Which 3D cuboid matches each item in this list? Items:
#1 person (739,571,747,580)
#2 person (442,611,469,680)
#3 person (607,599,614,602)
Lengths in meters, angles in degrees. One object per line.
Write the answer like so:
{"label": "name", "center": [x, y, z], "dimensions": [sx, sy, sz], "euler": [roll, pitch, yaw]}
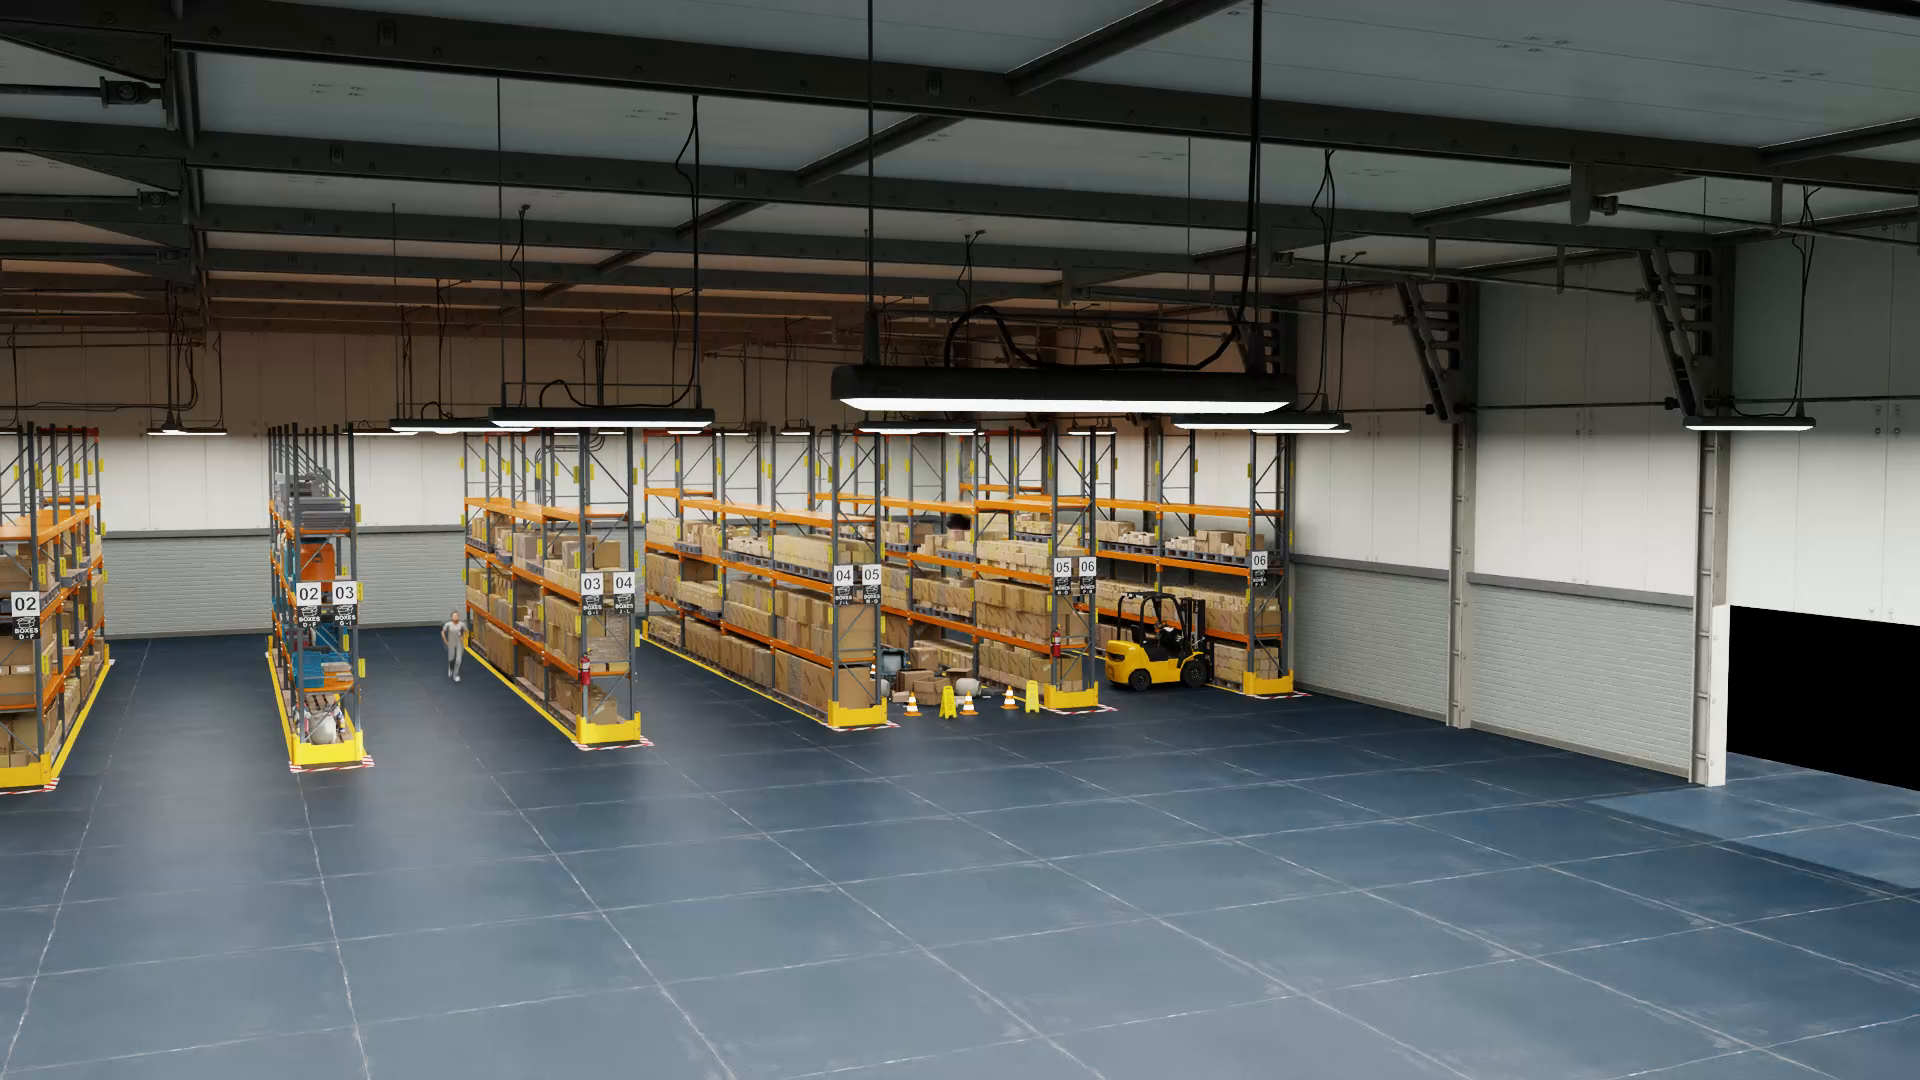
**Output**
{"label": "person", "center": [-6.627, 1.790, 50.897], "dimensions": [0.735, 1.699, 0.588], "euler": [-3, 5, -41]}
{"label": "person", "center": [-11.909, 2.503, 39.275], "dimensions": [0.609, 1.638, 0.527], "euler": [-1, 4, -18]}
{"label": "person", "center": [-9.887, 2.019, 46.454], "dimensions": [0.696, 1.829, 0.742], "euler": [-1, 4, -10]}
